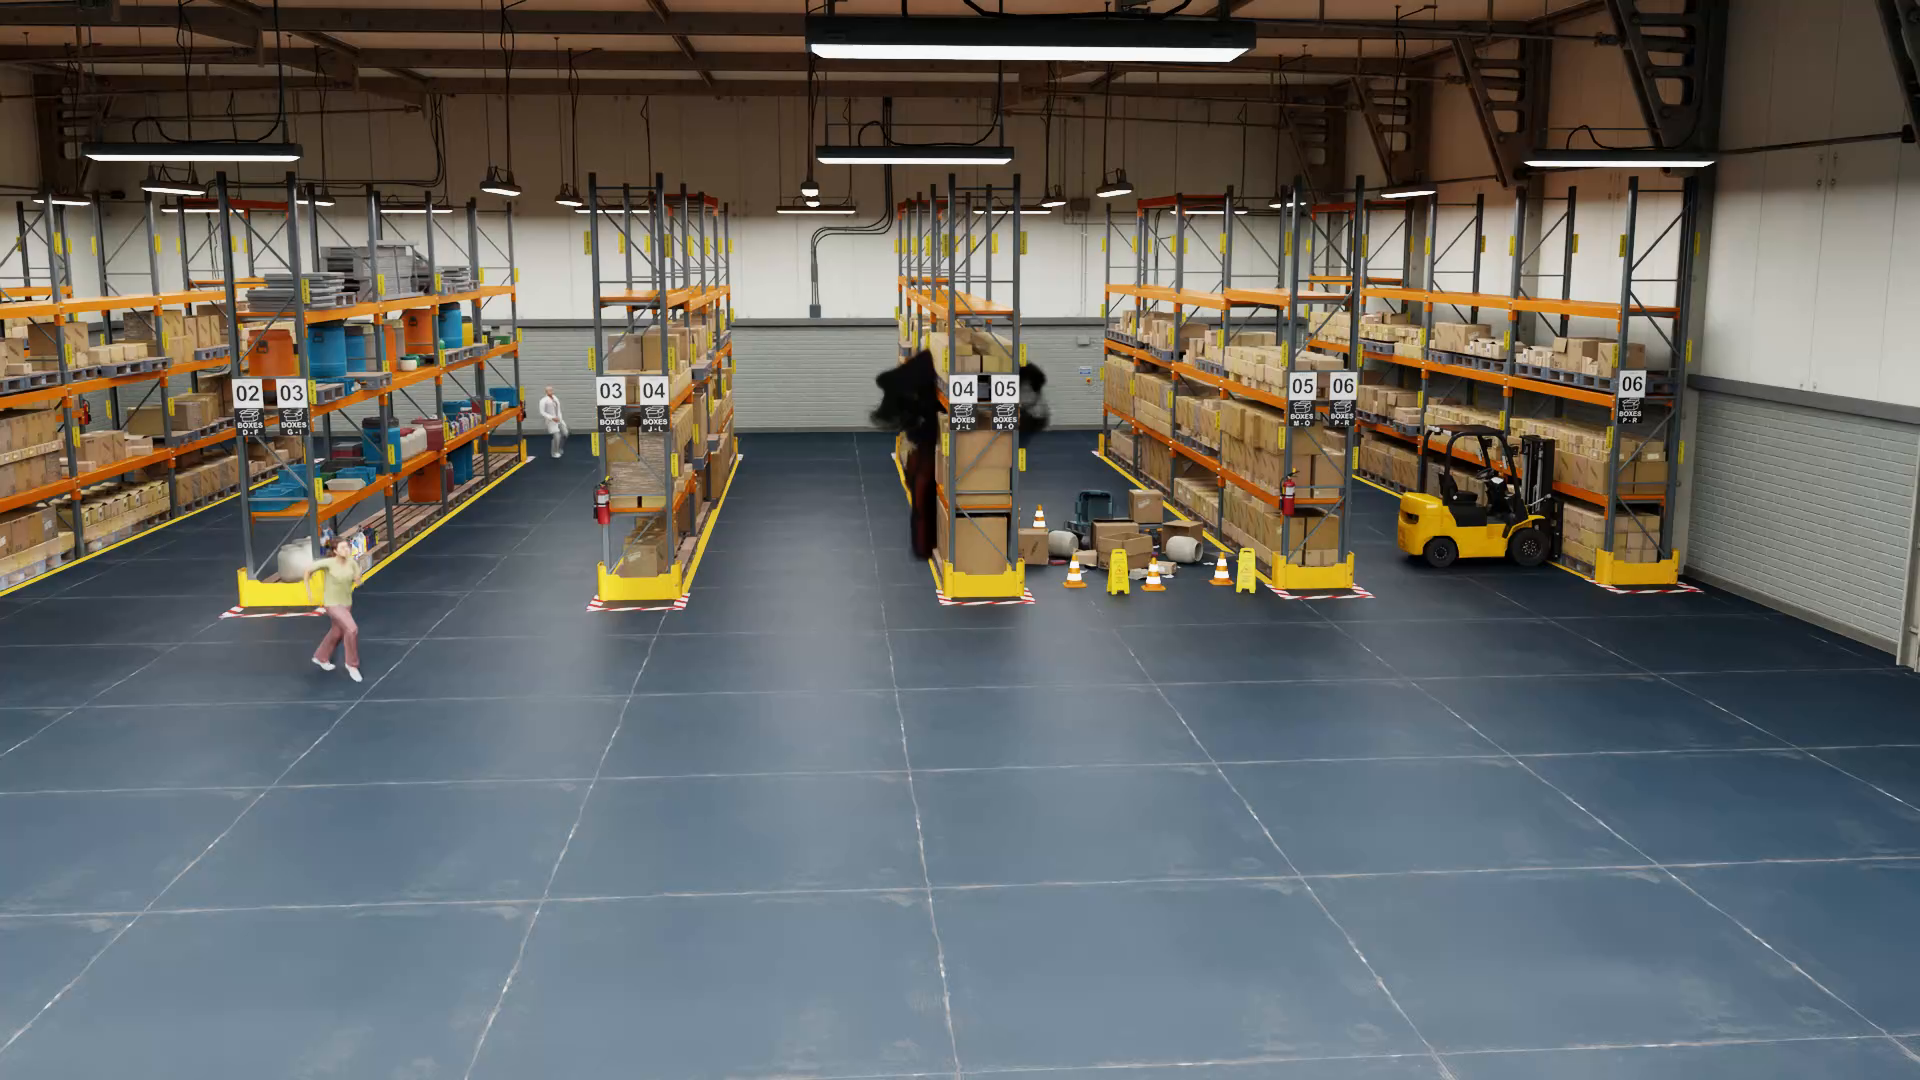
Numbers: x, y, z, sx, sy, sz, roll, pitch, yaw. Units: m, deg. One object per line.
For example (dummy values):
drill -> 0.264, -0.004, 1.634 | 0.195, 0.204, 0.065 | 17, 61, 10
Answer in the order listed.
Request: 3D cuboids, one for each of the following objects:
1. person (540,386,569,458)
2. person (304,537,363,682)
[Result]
person -> -9.670, -2.810, 39.661 | 0.602, 1.713, 0.702 | 7, 12, 36
person -> -7.306, 0.794, 19.451 | 0.818, 1.694, 0.599 | 6, 11, 29
